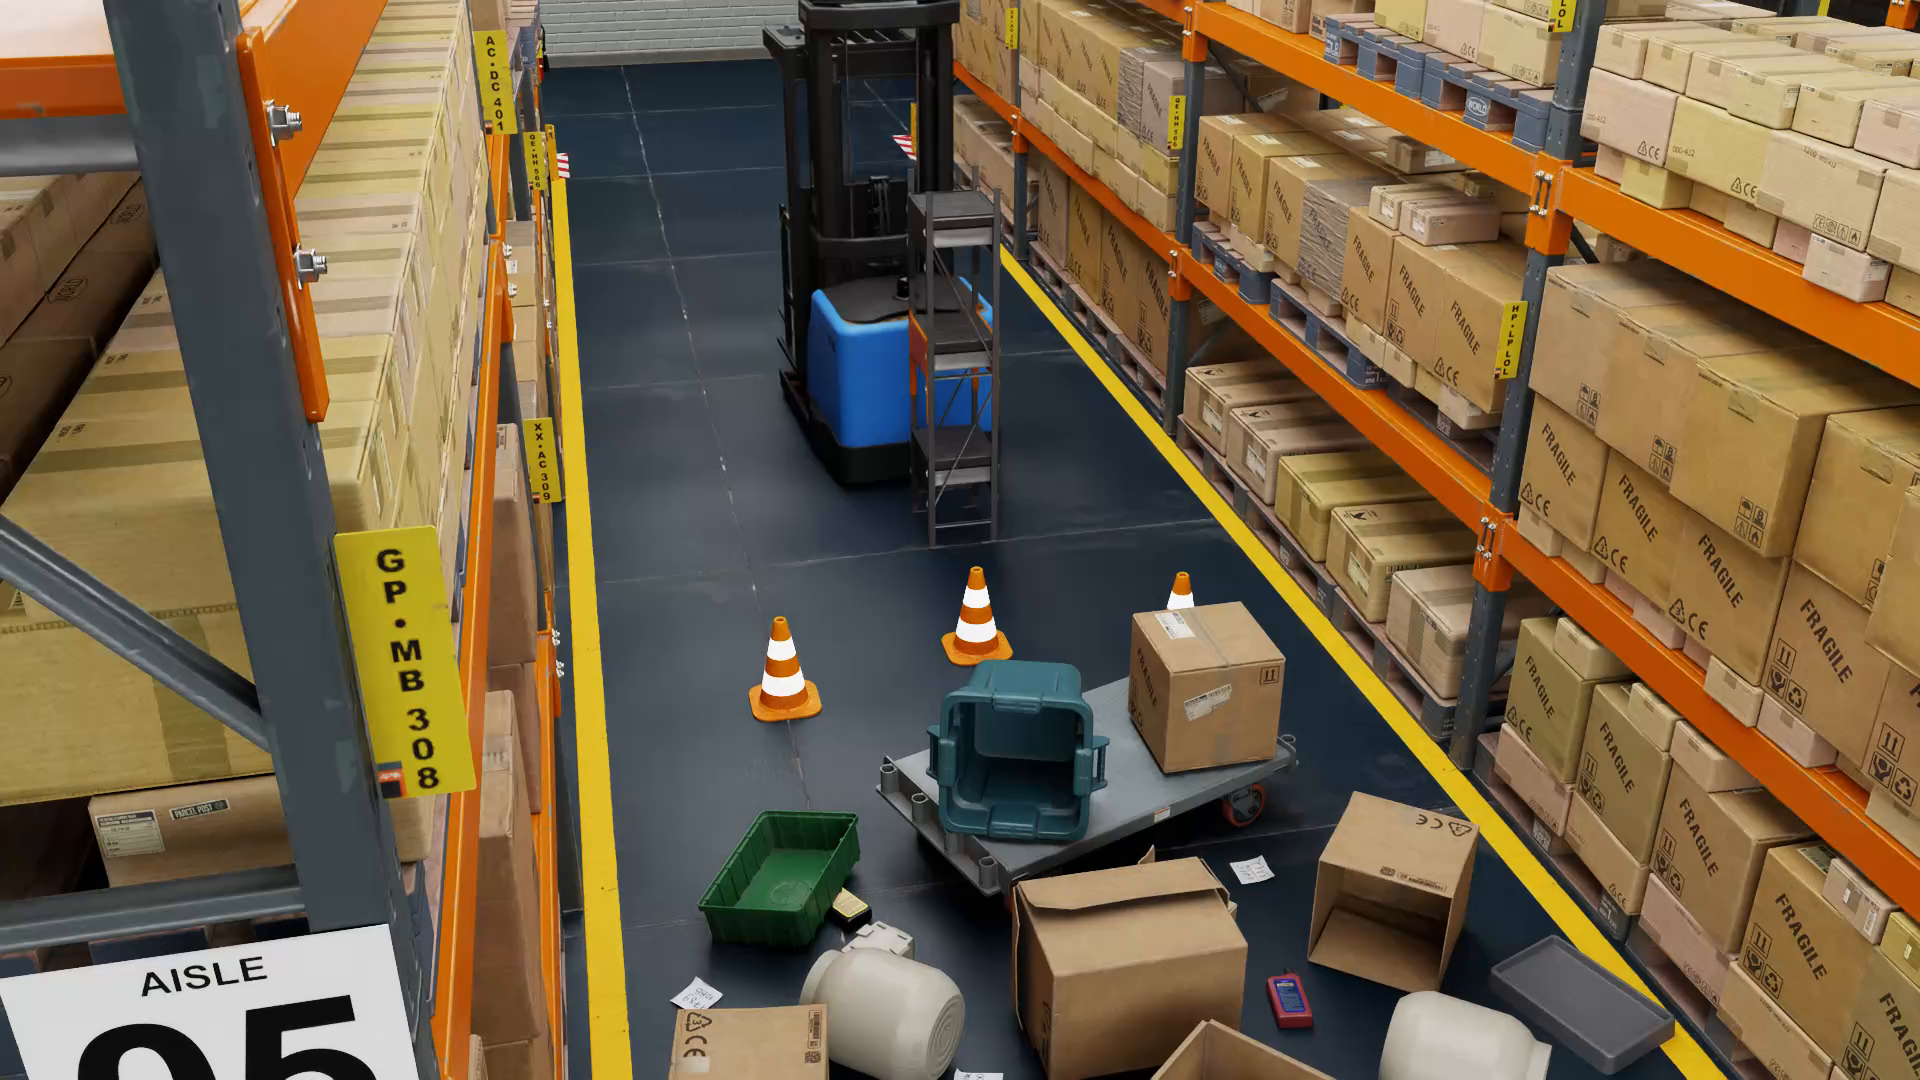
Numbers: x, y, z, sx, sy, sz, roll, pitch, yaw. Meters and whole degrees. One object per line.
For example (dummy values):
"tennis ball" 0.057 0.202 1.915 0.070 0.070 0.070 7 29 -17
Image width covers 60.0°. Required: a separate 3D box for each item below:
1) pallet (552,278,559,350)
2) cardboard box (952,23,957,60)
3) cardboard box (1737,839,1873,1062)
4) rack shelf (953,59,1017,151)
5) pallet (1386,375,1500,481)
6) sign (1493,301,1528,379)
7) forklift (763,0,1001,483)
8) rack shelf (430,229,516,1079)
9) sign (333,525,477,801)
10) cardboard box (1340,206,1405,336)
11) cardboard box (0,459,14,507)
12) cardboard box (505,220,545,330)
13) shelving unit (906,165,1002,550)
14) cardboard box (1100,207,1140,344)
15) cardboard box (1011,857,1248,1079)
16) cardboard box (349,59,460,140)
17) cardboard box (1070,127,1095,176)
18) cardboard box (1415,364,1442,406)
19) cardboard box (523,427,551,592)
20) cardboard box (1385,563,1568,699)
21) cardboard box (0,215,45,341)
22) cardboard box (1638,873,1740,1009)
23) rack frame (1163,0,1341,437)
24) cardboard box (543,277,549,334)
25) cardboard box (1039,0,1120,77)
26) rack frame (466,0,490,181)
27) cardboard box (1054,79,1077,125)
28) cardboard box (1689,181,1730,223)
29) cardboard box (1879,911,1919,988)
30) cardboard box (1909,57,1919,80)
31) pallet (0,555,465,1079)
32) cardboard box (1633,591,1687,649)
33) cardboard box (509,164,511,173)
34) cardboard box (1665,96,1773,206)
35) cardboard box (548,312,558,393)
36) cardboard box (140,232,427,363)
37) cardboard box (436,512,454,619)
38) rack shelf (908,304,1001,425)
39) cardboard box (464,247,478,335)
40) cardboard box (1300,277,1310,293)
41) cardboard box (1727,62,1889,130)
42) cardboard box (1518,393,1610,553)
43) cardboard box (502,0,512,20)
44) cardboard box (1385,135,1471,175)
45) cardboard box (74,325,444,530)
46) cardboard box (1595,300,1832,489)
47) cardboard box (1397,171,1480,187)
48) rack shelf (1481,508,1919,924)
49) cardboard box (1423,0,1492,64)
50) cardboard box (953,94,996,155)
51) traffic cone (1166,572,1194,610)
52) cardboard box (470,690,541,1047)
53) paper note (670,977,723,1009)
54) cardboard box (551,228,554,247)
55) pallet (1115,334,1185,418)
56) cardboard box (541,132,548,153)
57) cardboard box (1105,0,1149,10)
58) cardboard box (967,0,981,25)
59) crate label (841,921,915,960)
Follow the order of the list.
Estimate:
"pallet" -3.655 -1.728 12.939 1.003 0.211 1.213 -6 27 -12
"cardboard box" 0.133 -4.978 16.172 0.500 0.500 0.500 -6 27 -12
"cardboard box" 3.010 1.336 5.528 0.500 0.500 0.500 -7 28 -13
"rack shelf" 0.517 -4.418 15.973 1.077 0.370 4.000 -6 27 -12
"pallet" 2.740 -0.614 7.850 1.003 0.211 1.213 -6 27 -12
"sign" 2.231 -0.808 6.737 0.100 0.325 0.005 -6 27 -12
"forklift" -0.647 -2.303 11.060 1.130 2.935 3.031 -8 28 -15
"rack shelf" -1.579 0.058 3.776 1.077 0.370 4.000 -6 27 -12
"sign" -0.586 0.136 1.766 0.100 0.325 0.005 -6 27 -12
"cardboard box" 2.219 -1.338 8.165 0.500 0.500 0.500 -5 27 -10
"cardboard box" -1.510 0.130 2.093 0.500 0.250 0.500 -6 27 -11
"cardboard box" -2.568 -1.432 9.148 0.500 0.500 0.500 -6 27 -12
"shelving unit" -0.037 -1.010 9.421 0.431 2.100 0.503 -6 27 -12
"cardboard box" 1.597 -2.048 12.370 0.875 0.875 0.875 -6 27 -11
"cardboard box" 0.591 1.537 5.996 0.797 0.637 0.503 -6 27 -12
"cardboard box" -1.407 -1.044 3.978 0.380 0.149 0.250 -6 27 -11
"cardboard box" 1.131 -2.900 12.333 0.500 0.250 0.500 -6 27 -12
"cardboard box" 2.343 -0.740 7.700 0.380 0.149 0.250 -7 28 -13
"cardboard box" -1.886 -0.105 6.518 0.500 0.500 0.500 -6 27 -11
"cardboard box" 2.650 0.406 8.066 0.950 0.372 0.625 -6 27 -11
"cardboard box" -1.762 -0.420 2.741 0.380 0.149 0.250 -6 27 -11
"cardboard box" 2.894 1.443 6.147 0.500 0.250 0.500 -6 27 -12
"rack frame" 1.869 -2.105 10.592 1.000 3.000 0.127 -6 27 -12
"cardboard box" -2.965 -1.514 10.897 0.500 0.250 0.500 -6 27 -12
"cardboard box" 0.928 -3.909 12.946 0.500 0.500 0.500 -6 27 -12
"rack frame" -2.029 -2.480 4.677 1.000 3.000 0.127 -6 27 -12
"cardboard box" 1.025 -3.345 12.661 0.500 0.250 0.500 -6 27 -11
"cardboard box" 2.770 -1.196 5.741 0.380 0.149 0.250 -6 27 -12
"cardboard box" 3.036 1.232 5.013 0.380 0.149 0.250 -5 27 -11
"cardboard box" 3.346 -1.485 5.428 0.380 0.149 0.250 -5 27 -10
"pallet" -1.305 0.330 2.537 1.003 0.211 1.213 -6 27 -12
"cardboard box" 2.748 0.265 6.175 0.380 0.149 0.250 -5 27 -10
"cardboard box" -2.960 -2.347 10.224 0.380 0.149 0.250 -6 27 -12
"cardboard box" 2.728 -1.308 5.519 0.500 0.250 0.500 -6 27 -12
"cardboard box" -2.958 -1.186 11.080 0.500 0.500 0.500 -6 27 -11
"cardboard box" -1.063 -0.373 2.649 0.380 0.149 0.250 -6 27 -11
"cardboard box" -1.007 0.090 2.616 0.380 0.149 0.250 -6 27 -11
"rack shelf" -0.037 -0.998 9.427 0.431 0.518 0.480 -6 27 -12
"cardboard box" -1.347 -0.575 3.932 0.380 0.149 0.250 -6 27 -12
"cardboard box" 2.083 -1.426 9.059 0.380 0.149 0.250 -5 27 -10
"cardboard box" 2.694 -1.415 5.289 0.380 0.149 0.250 -6 27 -12
"cardboard box" 2.598 -0.305 6.584 0.500 0.500 0.500 -6 27 -12
"cardboard box" -2.403 -2.661 7.886 0.500 0.311 0.500 -6 27 -12
"cardboard box" 2.513 -2.070 8.895 0.380 0.149 0.250 -7 28 -14
"cardboard box" -1.102 -0.144 2.636 0.500 0.250 0.500 -6 27 -12
"cardboard box" 2.752 -0.531 5.923 0.700 0.500 0.500 -6 27 -11
"cardboard box" 2.606 -1.612 8.707 0.500 0.500 0.500 -7 28 -14
"rack shelf" 3.221 0.850 5.535 1.077 0.370 4.000 -6 27 -12
"cardboard box" 2.389 -2.273 7.296 0.500 0.250 0.500 -6 27 -11
"cardboard box" 0.312 -4.381 17.479 0.875 0.438 0.875 -7 28 -13
"traffic cone" 1.127 0.381 8.481 0.336 0.463 0.334 -6 27 -12
"cardboard box" -1.381 0.746 3.578 0.875 0.550 0.550 -6 27 -12
"paper note" -0.996 1.726 6.295 0.142 0.020 0.147 19 32 32
"cardboard box" -3.661 -2.538 14.148 0.380 0.149 0.250 -5 27 -10
"pallet" 1.765 -1.214 11.921 1.003 0.211 1.213 -6 27 -12
"cardboard box" -4.185 -3.827 16.041 0.380 0.149 0.250 -7 28 -13
"cardboard box" 1.437 -3.955 13.036 0.500 0.500 0.500 -5 27 -11
"cardboard box" 0.362 -4.977 15.062 0.500 0.500 0.500 -6 27 -11
"crate label" -0.318 1.607 6.415 0.250 0.136 0.298 19 32 32
